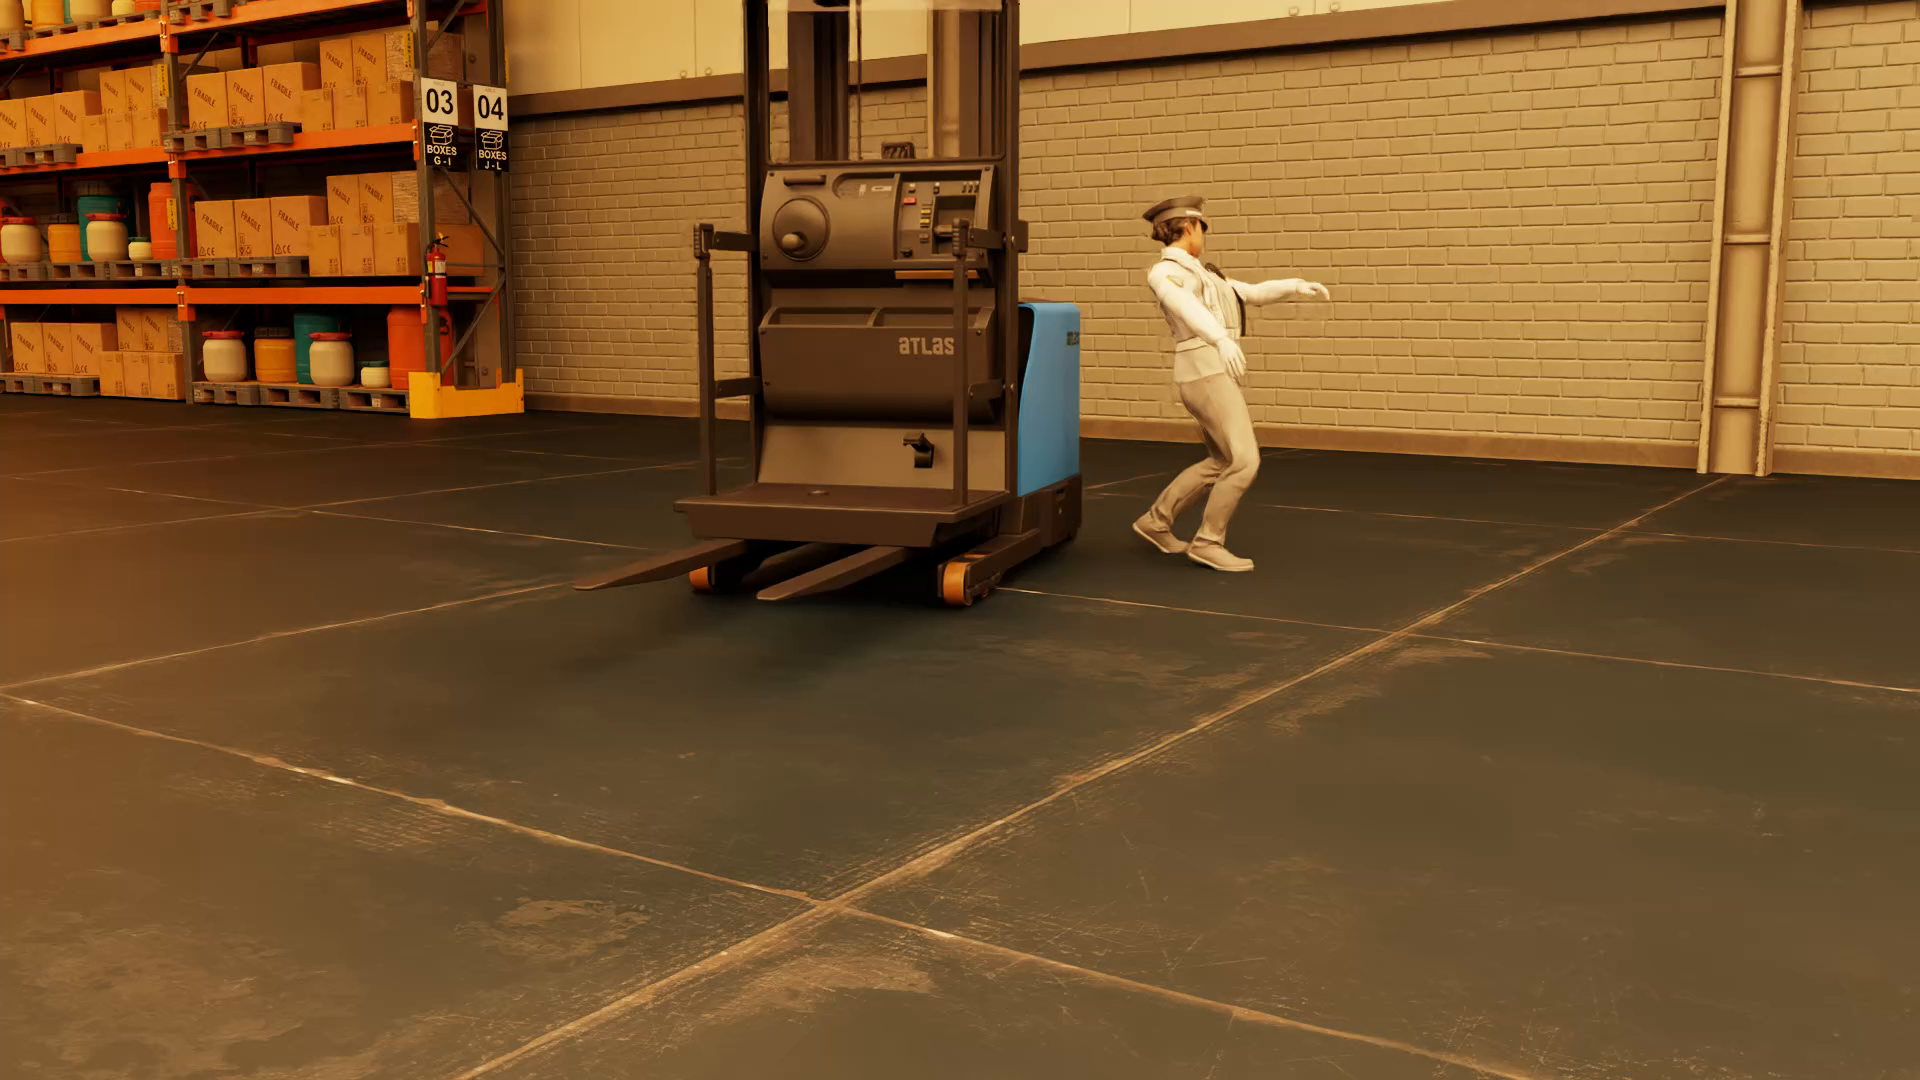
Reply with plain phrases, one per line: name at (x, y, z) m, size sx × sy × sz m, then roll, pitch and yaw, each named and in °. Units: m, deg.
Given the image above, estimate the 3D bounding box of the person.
person at (1.071, -0.629, 6.766) m, size 0.826 × 1.532 × 0.810 m, roll 2°, pitch 8°, yaw 15°

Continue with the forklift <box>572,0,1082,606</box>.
forklift at (-0.387, -1.276, 6.162) m, size 1.130 × 2.935 × 3.031 m, roll 3°, pitch 9°, yaw 18°
